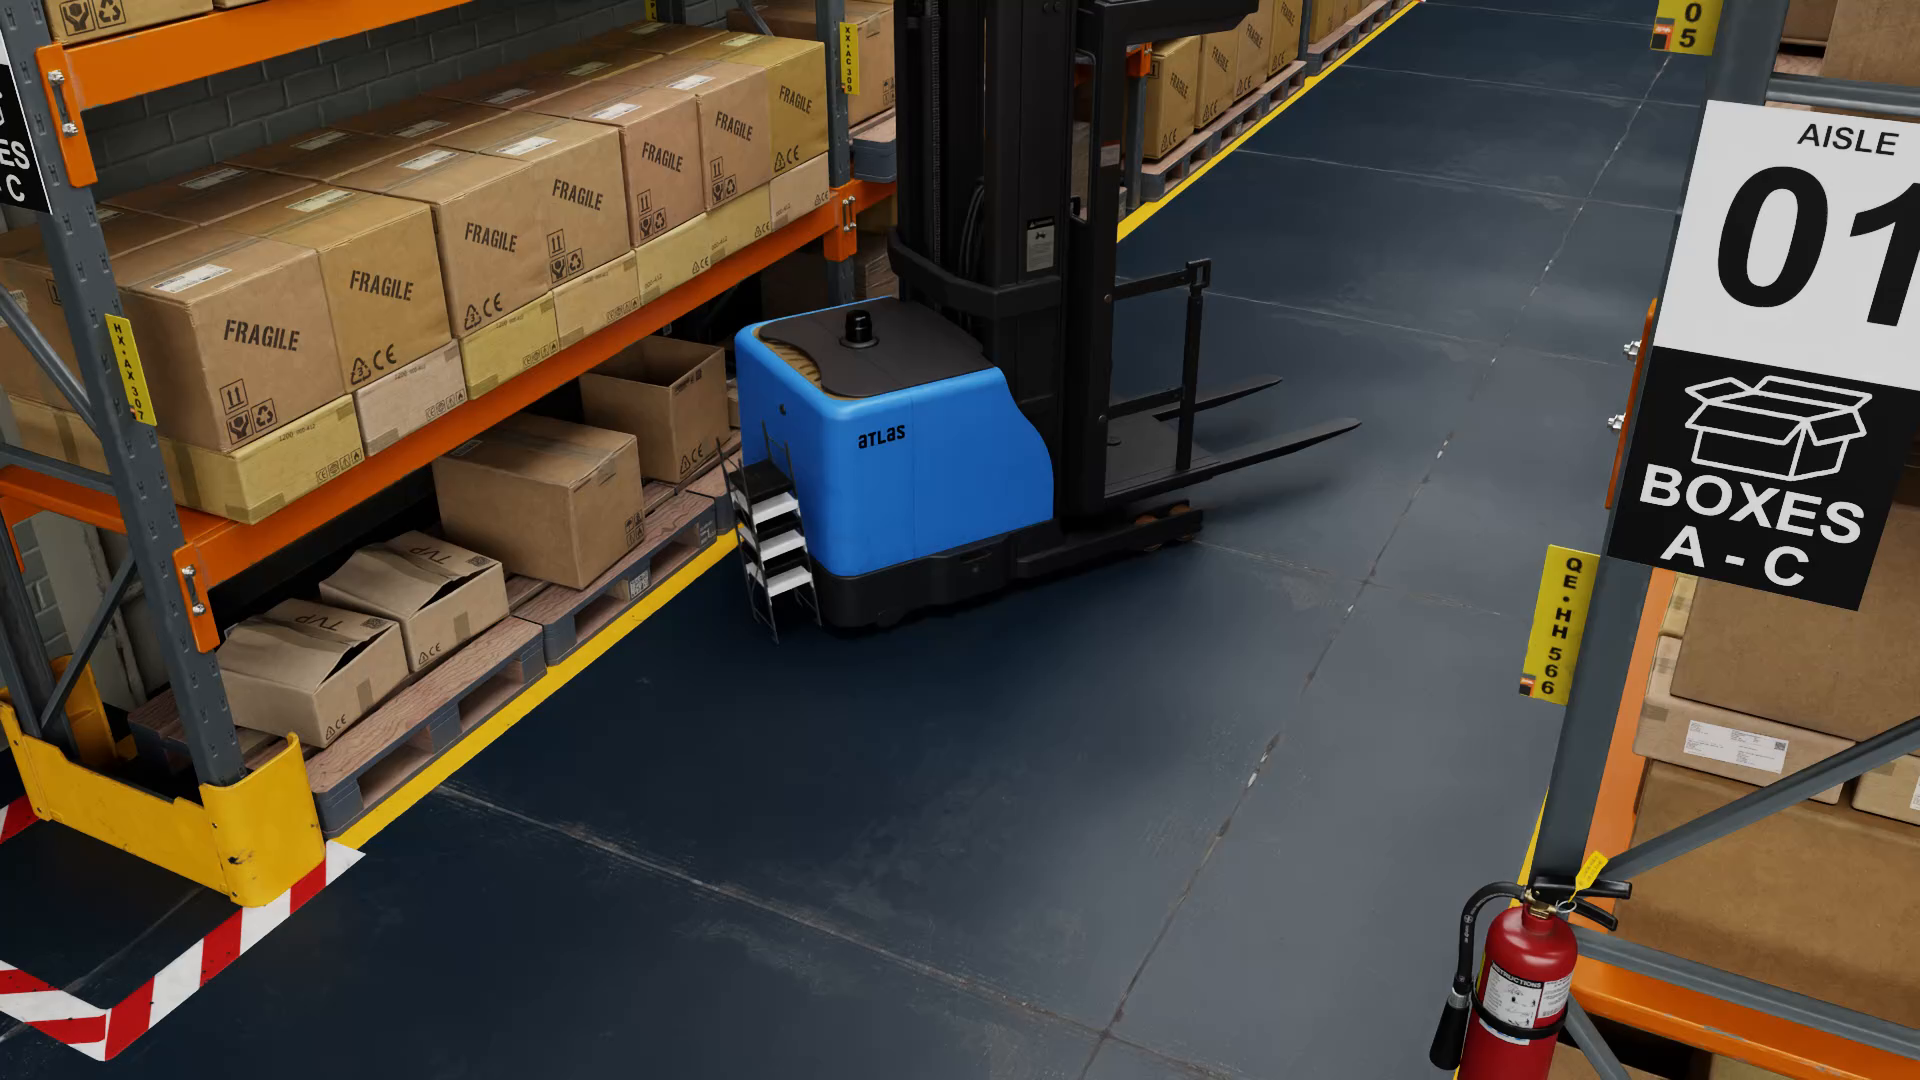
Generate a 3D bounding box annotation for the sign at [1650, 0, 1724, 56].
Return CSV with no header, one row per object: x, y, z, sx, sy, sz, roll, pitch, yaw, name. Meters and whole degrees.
1.105,-0.885,2.456,0.100,0.325,0.005,14,33,23,sign

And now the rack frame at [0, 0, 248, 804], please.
-2.830,-0.227,5.133,1.000,3.000,0.127,14,33,23,rack frame

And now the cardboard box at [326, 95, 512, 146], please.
-2.105,-1.427,6.601,0.500,0.500,0.500,15,33,24,cardboard box

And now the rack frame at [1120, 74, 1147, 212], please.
0.815,-3.774,11.309,1.000,3.000,0.127,14,33,23,rack frame

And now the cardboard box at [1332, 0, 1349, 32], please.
3.301,-5.175,15.838,0.700,0.500,0.500,14,33,23,cardboard box

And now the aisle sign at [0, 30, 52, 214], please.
-2.595,-1.254,4.312,0.394,0.787,0.004,14,33,23,aisle sign

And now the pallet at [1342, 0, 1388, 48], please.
3.608,-5.200,16.593,1.003,0.211,1.213,14,33,23,pallet

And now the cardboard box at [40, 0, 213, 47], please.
-2.455,-1.671,4.516,0.500,0.500,0.500,15,33,25,cardboard box

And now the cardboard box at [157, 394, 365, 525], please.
-2.325,-0.315,5.417,0.500,0.250,0.500,13,32,22,cardboard box

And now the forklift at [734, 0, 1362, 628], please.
0.539,-1.428,7.294,3.031,2.935,1.130,-16,34,-26,forklift

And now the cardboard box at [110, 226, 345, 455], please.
-2.345,-0.639,5.229,0.500,0.500,0.500,14,33,23,cardboard box

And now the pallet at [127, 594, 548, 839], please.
-2.394,0.596,6.499,1.003,0.211,1.213,14,33,23,pallet

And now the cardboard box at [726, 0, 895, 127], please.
-0.745,-2.452,8.466,0.700,0.500,0.500,14,33,23,cardboard box

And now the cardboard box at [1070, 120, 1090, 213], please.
0.533,-2.549,11.246,0.700,0.500,0.500,15,33,24,cardboard box

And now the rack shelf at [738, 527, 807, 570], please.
-0.782,0.002,6.890,0.200,0.077,0.258,-22,36,-22,rack shelf

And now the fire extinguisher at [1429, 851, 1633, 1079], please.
1.114,0.876,3.291,0.296,0.674,0.183,14,33,23,fire extinguisher

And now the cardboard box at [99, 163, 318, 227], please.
-2.566,-0.974,5.811,0.500,0.500,0.500,15,33,24,cardboard box

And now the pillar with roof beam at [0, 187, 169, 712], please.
0.552,-2.359,2.821,9.100,9.000,0.400,14,33,23,pillar with roof beam

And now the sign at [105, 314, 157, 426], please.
-2.347,-0.479,4.703,0.100,0.325,0.005,14,33,23,sign

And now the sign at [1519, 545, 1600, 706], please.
1.105,0.161,3.057,0.100,0.325,0.005,14,33,23,sign

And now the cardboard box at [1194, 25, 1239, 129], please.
1.671,-3.707,12.929,0.750,0.750,0.750,14,33,23,cardboard box

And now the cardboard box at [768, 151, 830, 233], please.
-0.953,-1.665,7.768,0.500,0.250,0.500,14,33,23,cardboard box

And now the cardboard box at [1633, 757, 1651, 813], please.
2.041,0.414,3.917,0.700,0.500,0.500,15,33,25,cardboard box

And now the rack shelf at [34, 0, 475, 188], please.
-1.919,-2.102,6.109,1.077,0.370,4.000,14,33,23,rack shelf

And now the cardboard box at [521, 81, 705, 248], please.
-1.409,-1.546,6.808,0.500,0.500,0.500,13,32,22,cardboard box

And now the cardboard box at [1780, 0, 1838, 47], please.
1.872,-1.154,3.323,0.500,0.250,0.500,14,33,23,cardboard box

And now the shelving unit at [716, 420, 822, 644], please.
-0.785,-0.026,6.872,0.210,0.900,0.258,-22,36,-22,shelving unit

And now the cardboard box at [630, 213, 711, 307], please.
-1.403,-1.220,6.992,0.500,0.250,0.500,14,33,23,cardboard box

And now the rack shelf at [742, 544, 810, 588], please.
-0.772,0.076,6.940,0.200,0.077,0.258,-22,36,-22,rack shelf

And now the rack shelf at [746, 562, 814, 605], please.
-0.763,0.151,6.989,0.200,0.077,0.258,-22,36,-22,rack shelf

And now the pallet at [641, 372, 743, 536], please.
-1.282,-0.485,8.383,1.003,0.211,1.213,14,33,23,pallet

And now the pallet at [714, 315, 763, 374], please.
-0.654,-1.137,9.517,1.003,0.211,1.213,14,33,23,pallet

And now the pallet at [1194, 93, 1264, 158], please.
1.798,-3.436,13.521,1.003,0.211,1.213,14,33,23,pallet

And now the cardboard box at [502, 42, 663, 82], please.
-1.647,-1.880,7.389,0.500,0.500,0.500,14,33,23,cardboard box

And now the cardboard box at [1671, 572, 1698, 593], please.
1.821,0.128,3.763,0.380,0.149,0.250,14,33,23,cardboard box

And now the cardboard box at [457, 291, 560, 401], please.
-1.864,-0.773,6.214,0.500,0.250,0.500,14,33,23,cardboard box

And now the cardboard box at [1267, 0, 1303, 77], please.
2.456,-4.479,14.275,0.750,0.750,0.750,15,33,24,cardboard box

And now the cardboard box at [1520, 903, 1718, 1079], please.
1.561,1.275,4.104,0.500,0.500,0.500,14,33,23,cardboard box

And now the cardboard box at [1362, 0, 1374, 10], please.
3.773,-5.640,16.648,0.700,0.500,0.500,13,32,22,cardboard box

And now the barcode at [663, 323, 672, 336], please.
-1.467,-1.061,8.332,0.001,0.075,0.075,14,33,23,barcode

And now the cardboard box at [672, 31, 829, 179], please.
-0.948,-1.989,7.580,0.500,0.500,0.500,14,33,23,cardboard box

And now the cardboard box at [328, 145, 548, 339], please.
-1.870,-1.084,6.003,0.500,0.500,0.500,13,32,22,cardboard box

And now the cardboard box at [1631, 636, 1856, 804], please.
1.586,0.358,3.363,0.380,0.149,0.250,14,33,22,cardboard box

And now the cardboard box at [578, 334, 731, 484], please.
-1.445,-0.638,7.917,0.500,0.500,0.500,12,32,20,cardboard box

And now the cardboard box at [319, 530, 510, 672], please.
-2.175,0.209,6.632,0.500,0.311,0.500,17,34,27,cardboard box

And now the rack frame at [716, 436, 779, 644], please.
-0.872,0.010,6.834,0.006,0.900,0.240,-22,36,-22,rack frame

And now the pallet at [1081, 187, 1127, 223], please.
0.457,-2.218,11.401,1.003,0.211,1.213,14,33,23,pallet

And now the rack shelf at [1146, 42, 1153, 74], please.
1.726,-4.348,13.032,1.077,0.370,4.000,14,33,23,rack shelf

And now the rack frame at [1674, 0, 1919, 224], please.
1.582,-1.706,1.685,1.000,3.000,0.127,14,33,23,rack frame

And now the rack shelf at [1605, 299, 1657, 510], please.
2.493,-0.980,4.155,1.077,0.370,4.000,14,33,23,rack shelf

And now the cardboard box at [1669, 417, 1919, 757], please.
1.830,0.062,3.227,0.700,0.500,0.500,14,33,23,cardboard box
